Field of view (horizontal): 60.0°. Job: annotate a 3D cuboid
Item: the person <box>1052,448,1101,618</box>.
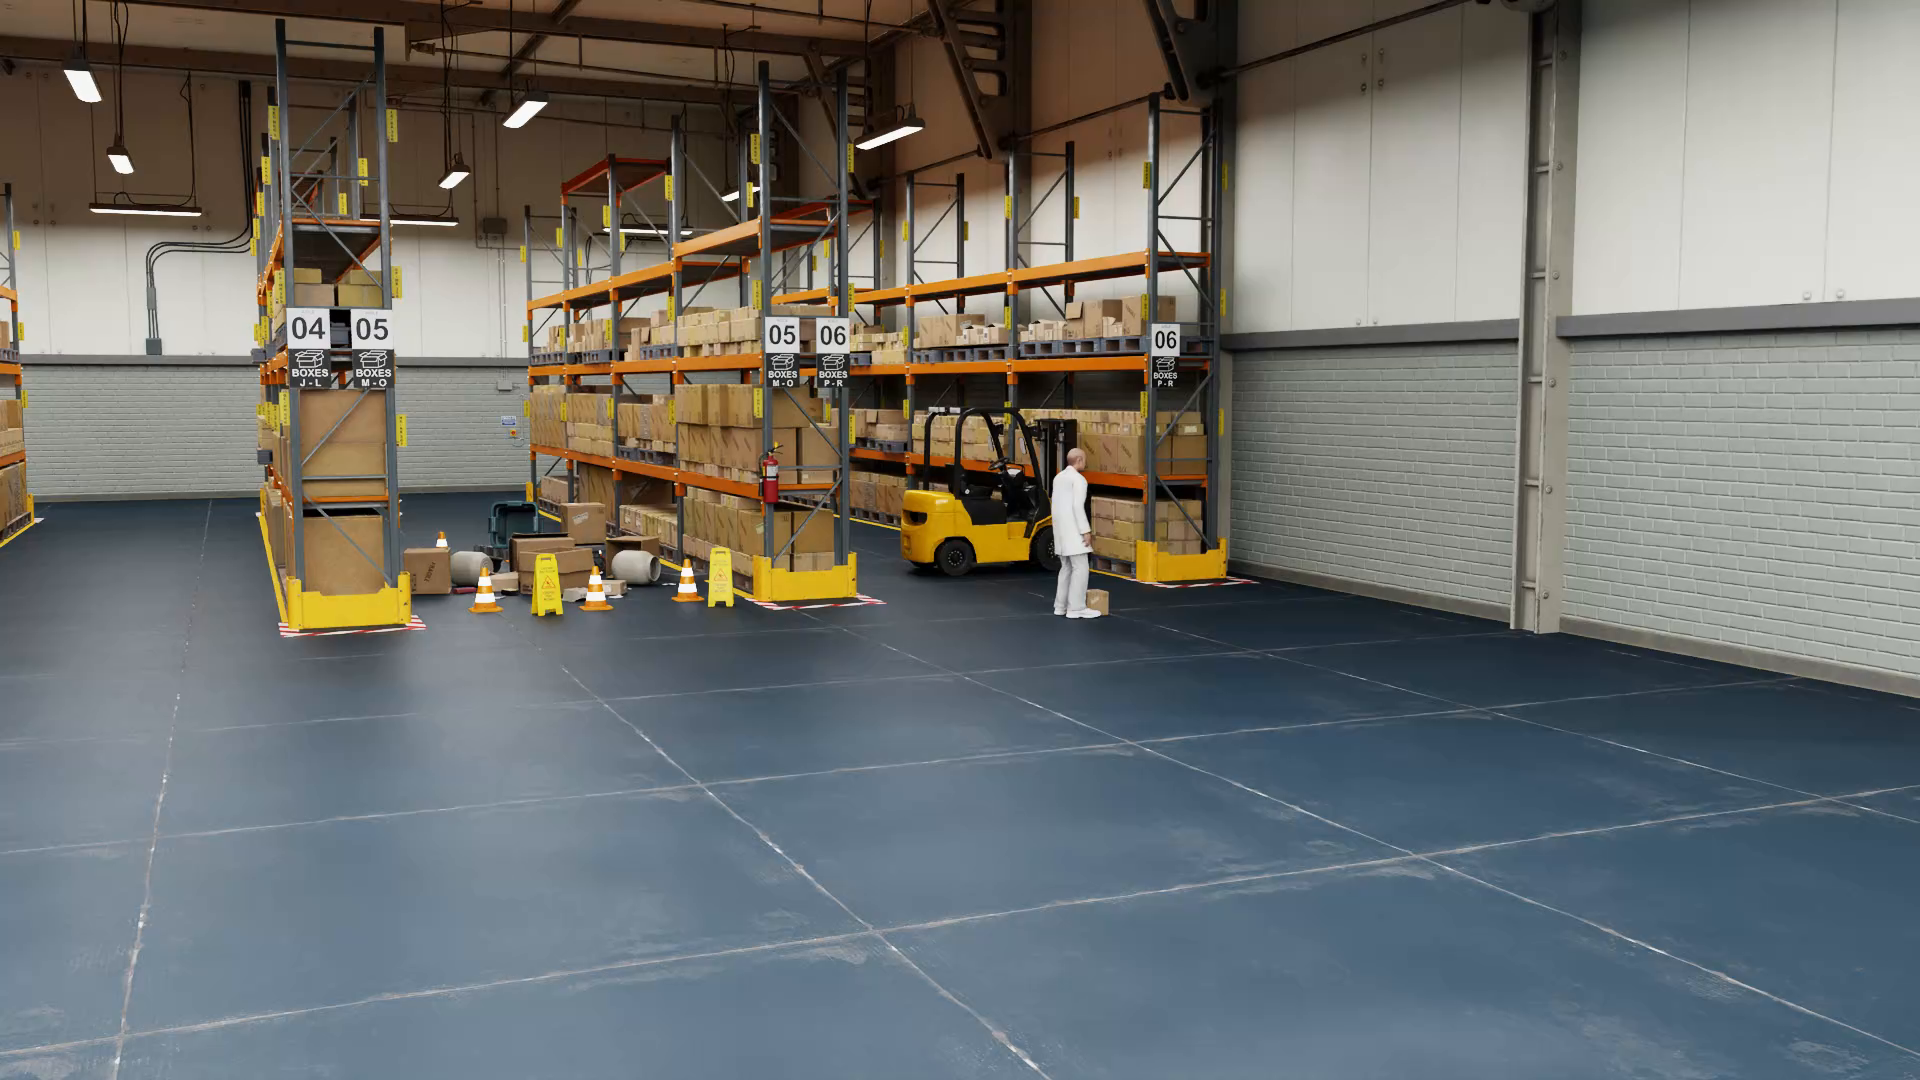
[{"bbox_3d":[1.194,-0.081,17.576,0.427,1.773,0.641,-2,6,-24],"label":"person"}]
